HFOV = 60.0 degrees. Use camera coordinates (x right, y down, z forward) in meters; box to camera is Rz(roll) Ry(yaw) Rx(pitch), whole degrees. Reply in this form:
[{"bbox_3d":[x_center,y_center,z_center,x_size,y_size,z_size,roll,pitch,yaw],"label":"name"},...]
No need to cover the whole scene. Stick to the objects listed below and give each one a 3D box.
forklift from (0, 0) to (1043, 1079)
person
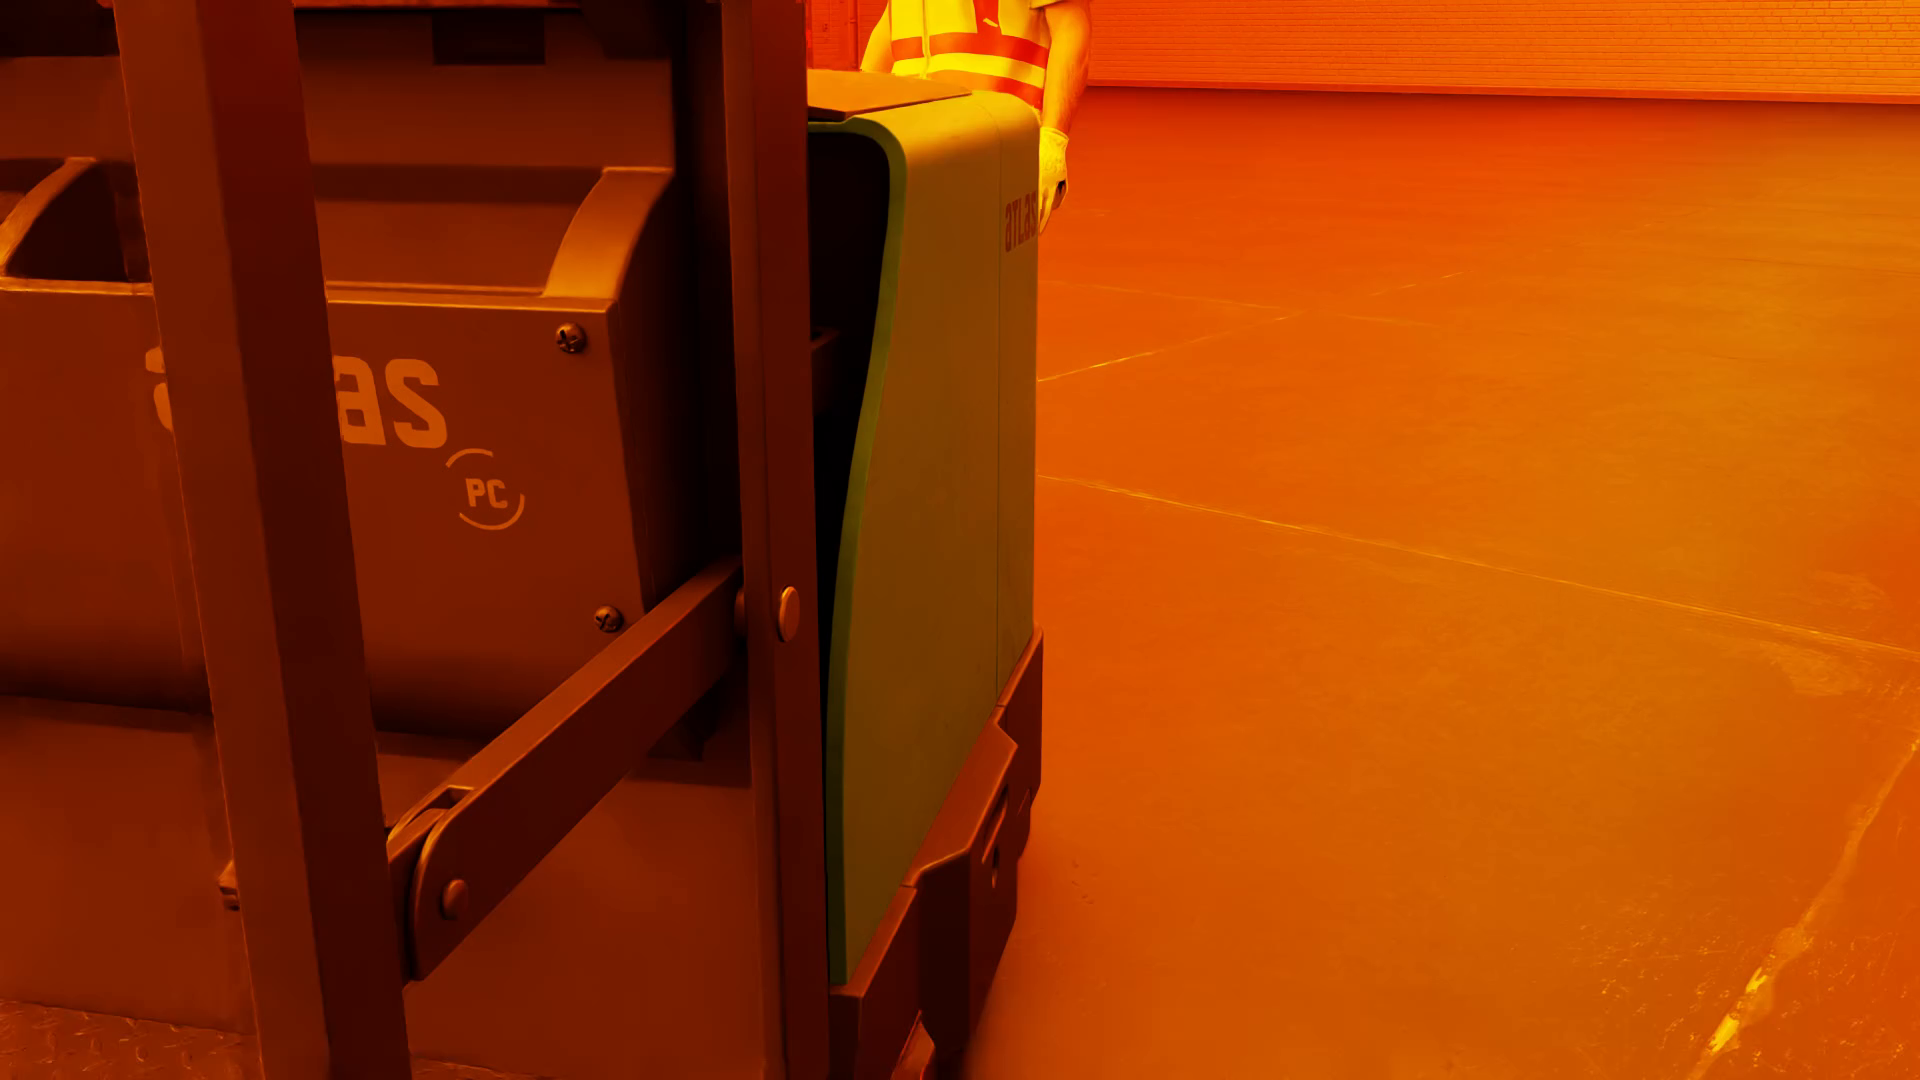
[{"bbox_3d":[-0.702,-0.599,0.871,1.130,2.935,3.031,4,17,12],"label":"forklift"},{"bbox_3d":[-0.061,-0.848,3.628,0.638,1.788,0.563,13,21,37],"label":"person"}]
